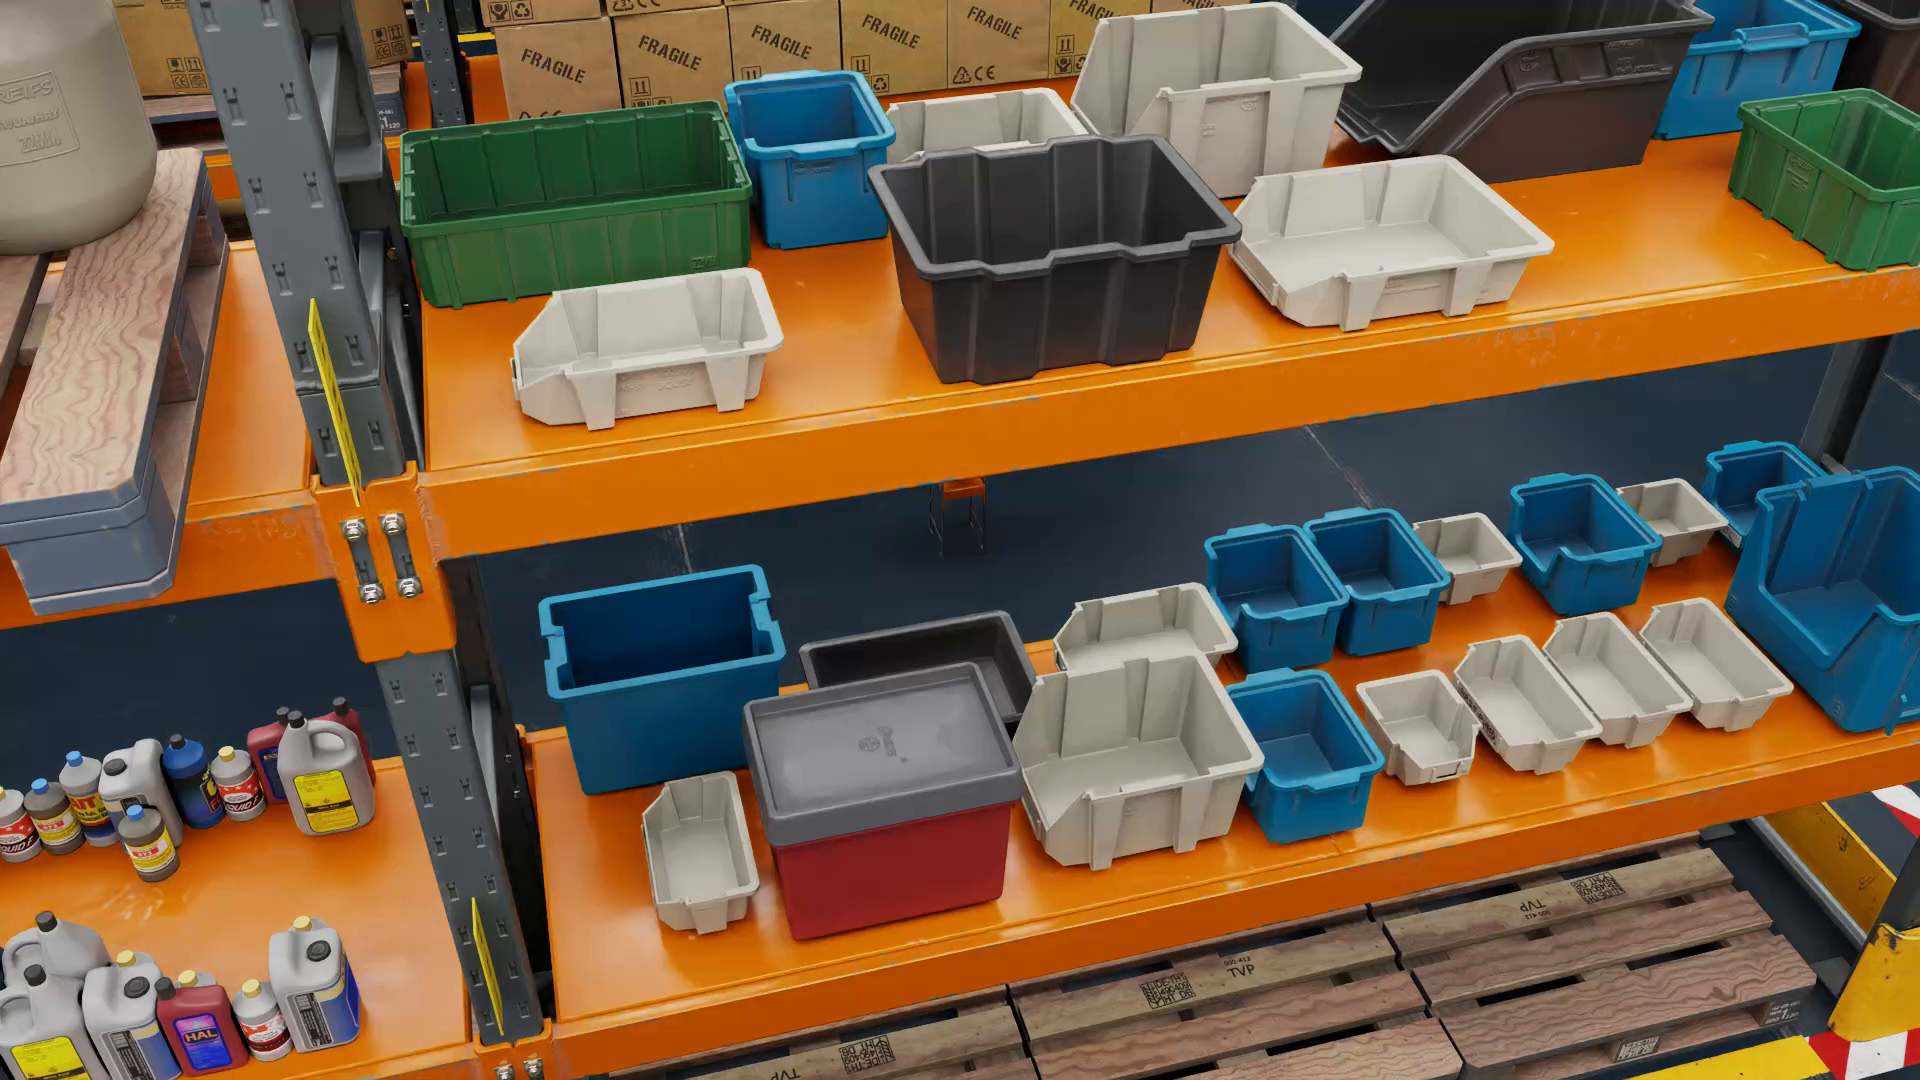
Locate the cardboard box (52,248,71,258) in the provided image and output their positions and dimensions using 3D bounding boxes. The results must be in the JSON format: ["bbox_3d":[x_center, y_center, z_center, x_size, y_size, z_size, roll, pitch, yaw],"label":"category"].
[{"bbox_3d":[-4.377,-1.551,7.886,0.500,0.250,0.500,-10,39,-13],"label":"cardboard box"}]

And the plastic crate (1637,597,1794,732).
[{"bbox_3d":[2.013,0.346,4.497,0.243,0.136,0.396,-9,38,-12],"label":"plastic crate"}]

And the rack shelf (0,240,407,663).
[{"bbox_3d":[-3.040,0.074,2.807,4.000,0.370,1.077,-9,38,-12],"label":"rack shelf"}]

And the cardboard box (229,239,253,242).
[{"bbox_3d":[-3.278,-1.105,7.921,0.500,0.500,0.500,-9,38,-12],"label":"cardboard box"}]

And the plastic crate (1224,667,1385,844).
[{"bbox_3d":[0.837,0.548,4.153,0.300,0.233,0.416,-9,38,-12],"label":"plastic crate"}]

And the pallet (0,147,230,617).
[{"bbox_3d":[-1.840,-0.272,2.823,1.003,0.211,1.213,-9,38,-12],"label":"pallet"}]

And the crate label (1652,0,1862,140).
[{"bbox_3d":[1.778,-1.146,3.933,0.502,0.251,0.408,-9,38,-12],"label":"crate label"}]

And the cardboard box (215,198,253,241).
[{"bbox_3d":[-3.439,-1.400,8.307,0.500,0.500,0.500,-9,38,-11],"label":"cardboard box"}]

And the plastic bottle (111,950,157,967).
[{"bbox_3d":[-1.808,0.982,3.661,0.097,0.201,0.097,0,37,0],"label":"plastic bottle"}]

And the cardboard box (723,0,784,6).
[{"bbox_3d":[-0.874,-2.752,7.474,0.500,0.500,0.500,-10,39,-13],"label":"cardboard box"}]

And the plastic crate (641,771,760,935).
[{"bbox_3d":[-0.622,0.754,3.963,0.243,0.136,0.396,-9,38,-12],"label":"plastic crate"}]

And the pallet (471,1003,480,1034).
[{"bbox_3d":[-1.865,1.869,4.634,1.213,0.211,1.003,-9,38,-12],"label":"pallet"}]

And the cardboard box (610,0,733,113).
[{"bbox_3d":[-1.340,-2.286,7.688,0.500,0.500,0.500,-9,38,-11],"label":"cardboard box"}]

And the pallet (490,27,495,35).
[{"bbox_3d":[-2.937,-4.115,12.455,1.213,0.211,1.003,-9,38,-12],"label":"pallet"}]

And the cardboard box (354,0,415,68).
[{"bbox_3d":[-2.912,-2.505,7.629,0.500,0.500,0.700,-23,43,-27],"label":"cardboard box"}]

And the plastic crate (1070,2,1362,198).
[{"bbox_3d":[0.533,-0.945,3.645,0.530,0.282,0.437,-9,38,-12],"label":"plastic crate"}]

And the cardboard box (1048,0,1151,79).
[{"bbox_3d":[0.604,-2.601,8.099,0.500,0.500,0.500,-9,38,-12],"label":"cardboard box"}]

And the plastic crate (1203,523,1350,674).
[{"bbox_3d":[0.868,0.174,4.642,0.300,0.233,0.416,-9,38,-12],"label":"plastic crate"}]

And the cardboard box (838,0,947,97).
[{"bbox_3d":[-0.366,-2.446,7.896,0.500,0.500,0.500,-10,39,-13],"label":"cardboard box"}]

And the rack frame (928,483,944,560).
[{"bbox_3d":[-0.102,-0.460,6.863,0.006,1.200,0.240,-9,38,-12],"label":"rack frame"}]

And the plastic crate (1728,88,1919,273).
[{"bbox_3d":[1.875,-0.754,3.472,0.336,0.188,0.450,-9,38,-12],"label":"plastic crate"}]

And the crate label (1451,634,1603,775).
[{"bbox_3d":[1.467,0.442,4.371,0.243,0.136,0.396,-9,38,-12],"label":"crate label"}]

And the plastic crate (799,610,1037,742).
[{"bbox_3d":[-0.098,0.414,4.417,0.590,0.125,0.437,-9,38,-12],"label":"plastic crate"}]

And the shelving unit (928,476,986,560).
[{"bbox_3d":[-0.014,-0.474,6.882,0.189,1.200,0.258,-9,38,-12],"label":"shelving unit"}]

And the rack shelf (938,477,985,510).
[{"bbox_3d":[-0.014,-0.248,7.055,0.180,0.103,0.258,-9,38,-12],"label":"rack shelf"}]

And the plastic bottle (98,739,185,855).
[{"bbox_3d":[-2.008,0.620,4.072,0.135,0.276,0.152,-9,38,-12],"label":"plastic bottle"}]

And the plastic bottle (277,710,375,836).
[{"bbox_3d":[-1.572,0.555,4.096,0.185,0.351,0.144,-9,38,-12],"label":"plastic bottle"}]

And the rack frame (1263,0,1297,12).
[{"bbox_3d":[1.465,-2.876,8.541,0.127,3.000,1.000,-9,38,-12],"label":"rack frame"}]

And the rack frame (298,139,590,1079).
[{"bbox_3d":[-1.109,0.663,3.914,0.127,3.000,1.000,-9,38,-12],"label":"rack frame"}]

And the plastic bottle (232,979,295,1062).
[{"bbox_3d":[-1.510,1.029,3.600,0.097,0.201,0.097,0,37,0],"label":"plastic bottle"}]

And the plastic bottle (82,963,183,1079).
[{"bbox_3d":[-1.758,1.022,3.547,0.135,0.276,0.152,-9,38,-12],"label":"plastic bottle"}]

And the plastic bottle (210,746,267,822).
[{"bbox_3d":[-1.809,0.600,4.160,0.097,0.201,0.097,0,37,0],"label":"plastic bottle"}]

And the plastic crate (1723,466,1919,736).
[{"bbox_3d":[2.478,0.154,4.501,0.499,0.435,0.616,-9,38,-12],"label":"plastic crate"}]

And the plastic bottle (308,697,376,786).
[{"bbox_3d":[-1.574,0.517,4.201,0.133,0.283,0.061,-9,38,-12],"label":"plastic bottle"}]

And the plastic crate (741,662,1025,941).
[{"bbox_3d":[-0.181,0.620,3.869,0.583,0.464,0.402,-9,38,-12],"label":"plastic crate"}]

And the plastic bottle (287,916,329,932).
[{"bbox_3d":[-1.455,0.924,3.737,0.097,0.201,0.097,0,37,0],"label":"plastic bottle"}]

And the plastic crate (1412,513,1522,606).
[{"bbox_3d":[1.443,0.066,4.862,0.298,0.136,0.250,-9,38,-12],"label":"plastic crate"}]

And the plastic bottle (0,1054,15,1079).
[{"bbox_3d":[-2.089,1.050,3.450,0.185,0.351,0.144,-9,38,-12],"label":"plastic bottle"}]

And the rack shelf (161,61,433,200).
[{"bbox_3d":[-4.327,-1.640,7.517,4.000,0.370,1.077,-9,38,-12],"label":"rack shelf"}]

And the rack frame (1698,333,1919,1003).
[{"bbox_3d":[2.753,0.030,4.742,0.127,3.000,1.000,-9,38,-12],"label":"rack frame"}]

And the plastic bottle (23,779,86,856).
[{"bbox_3d":[-2.221,0.668,4.072,0.097,0.201,0.097,0,37,0],"label":"plastic bottle"}]

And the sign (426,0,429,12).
[{"bbox_3d":[-2.248,-2.378,6.936,0.005,0.325,0.100,-9,38,-12],"label":"sign"}]

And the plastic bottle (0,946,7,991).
[{"bbox_3d":[-2.127,0.965,3.560,0.185,0.351,0.144,-9,38,-12],"label":"plastic bottle"}]

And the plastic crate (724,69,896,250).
[{"bbox_3d":[-0.313,-0.793,3.487,0.300,0.233,0.416,-9,38,-12],"label":"plastic crate"}]

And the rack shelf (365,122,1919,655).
[{"bbox_3d":[0.822,-0.559,3.635,4.000,0.370,1.077,-9,38,-12],"label":"rack shelf"}]

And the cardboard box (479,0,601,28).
[{"bbox_3d":[-1.868,-2.589,7.261,0.500,0.500,0.500,-8,38,-11],"label":"cardboard box"}]

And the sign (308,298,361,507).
[{"bbox_3d":[-0.967,-0.209,2.578,0.005,0.325,0.100,-9,38,-12],"label":"sign"}]

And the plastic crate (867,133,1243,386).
[{"bbox_3d":[0.162,-0.512,3.089,0.590,0.269,0.497,-9,38,-12],"label":"plastic crate"}]

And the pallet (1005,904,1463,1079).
[{"bbox_3d":[0.771,1.436,5.199,1.213,0.211,1.003,-9,38,-12],"label":"pallet"}]

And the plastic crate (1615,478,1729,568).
[{"bbox_3d":[2.097,-0.041,5.003,0.298,0.136,0.250,-9,38,-12],"label":"plastic crate"}]
